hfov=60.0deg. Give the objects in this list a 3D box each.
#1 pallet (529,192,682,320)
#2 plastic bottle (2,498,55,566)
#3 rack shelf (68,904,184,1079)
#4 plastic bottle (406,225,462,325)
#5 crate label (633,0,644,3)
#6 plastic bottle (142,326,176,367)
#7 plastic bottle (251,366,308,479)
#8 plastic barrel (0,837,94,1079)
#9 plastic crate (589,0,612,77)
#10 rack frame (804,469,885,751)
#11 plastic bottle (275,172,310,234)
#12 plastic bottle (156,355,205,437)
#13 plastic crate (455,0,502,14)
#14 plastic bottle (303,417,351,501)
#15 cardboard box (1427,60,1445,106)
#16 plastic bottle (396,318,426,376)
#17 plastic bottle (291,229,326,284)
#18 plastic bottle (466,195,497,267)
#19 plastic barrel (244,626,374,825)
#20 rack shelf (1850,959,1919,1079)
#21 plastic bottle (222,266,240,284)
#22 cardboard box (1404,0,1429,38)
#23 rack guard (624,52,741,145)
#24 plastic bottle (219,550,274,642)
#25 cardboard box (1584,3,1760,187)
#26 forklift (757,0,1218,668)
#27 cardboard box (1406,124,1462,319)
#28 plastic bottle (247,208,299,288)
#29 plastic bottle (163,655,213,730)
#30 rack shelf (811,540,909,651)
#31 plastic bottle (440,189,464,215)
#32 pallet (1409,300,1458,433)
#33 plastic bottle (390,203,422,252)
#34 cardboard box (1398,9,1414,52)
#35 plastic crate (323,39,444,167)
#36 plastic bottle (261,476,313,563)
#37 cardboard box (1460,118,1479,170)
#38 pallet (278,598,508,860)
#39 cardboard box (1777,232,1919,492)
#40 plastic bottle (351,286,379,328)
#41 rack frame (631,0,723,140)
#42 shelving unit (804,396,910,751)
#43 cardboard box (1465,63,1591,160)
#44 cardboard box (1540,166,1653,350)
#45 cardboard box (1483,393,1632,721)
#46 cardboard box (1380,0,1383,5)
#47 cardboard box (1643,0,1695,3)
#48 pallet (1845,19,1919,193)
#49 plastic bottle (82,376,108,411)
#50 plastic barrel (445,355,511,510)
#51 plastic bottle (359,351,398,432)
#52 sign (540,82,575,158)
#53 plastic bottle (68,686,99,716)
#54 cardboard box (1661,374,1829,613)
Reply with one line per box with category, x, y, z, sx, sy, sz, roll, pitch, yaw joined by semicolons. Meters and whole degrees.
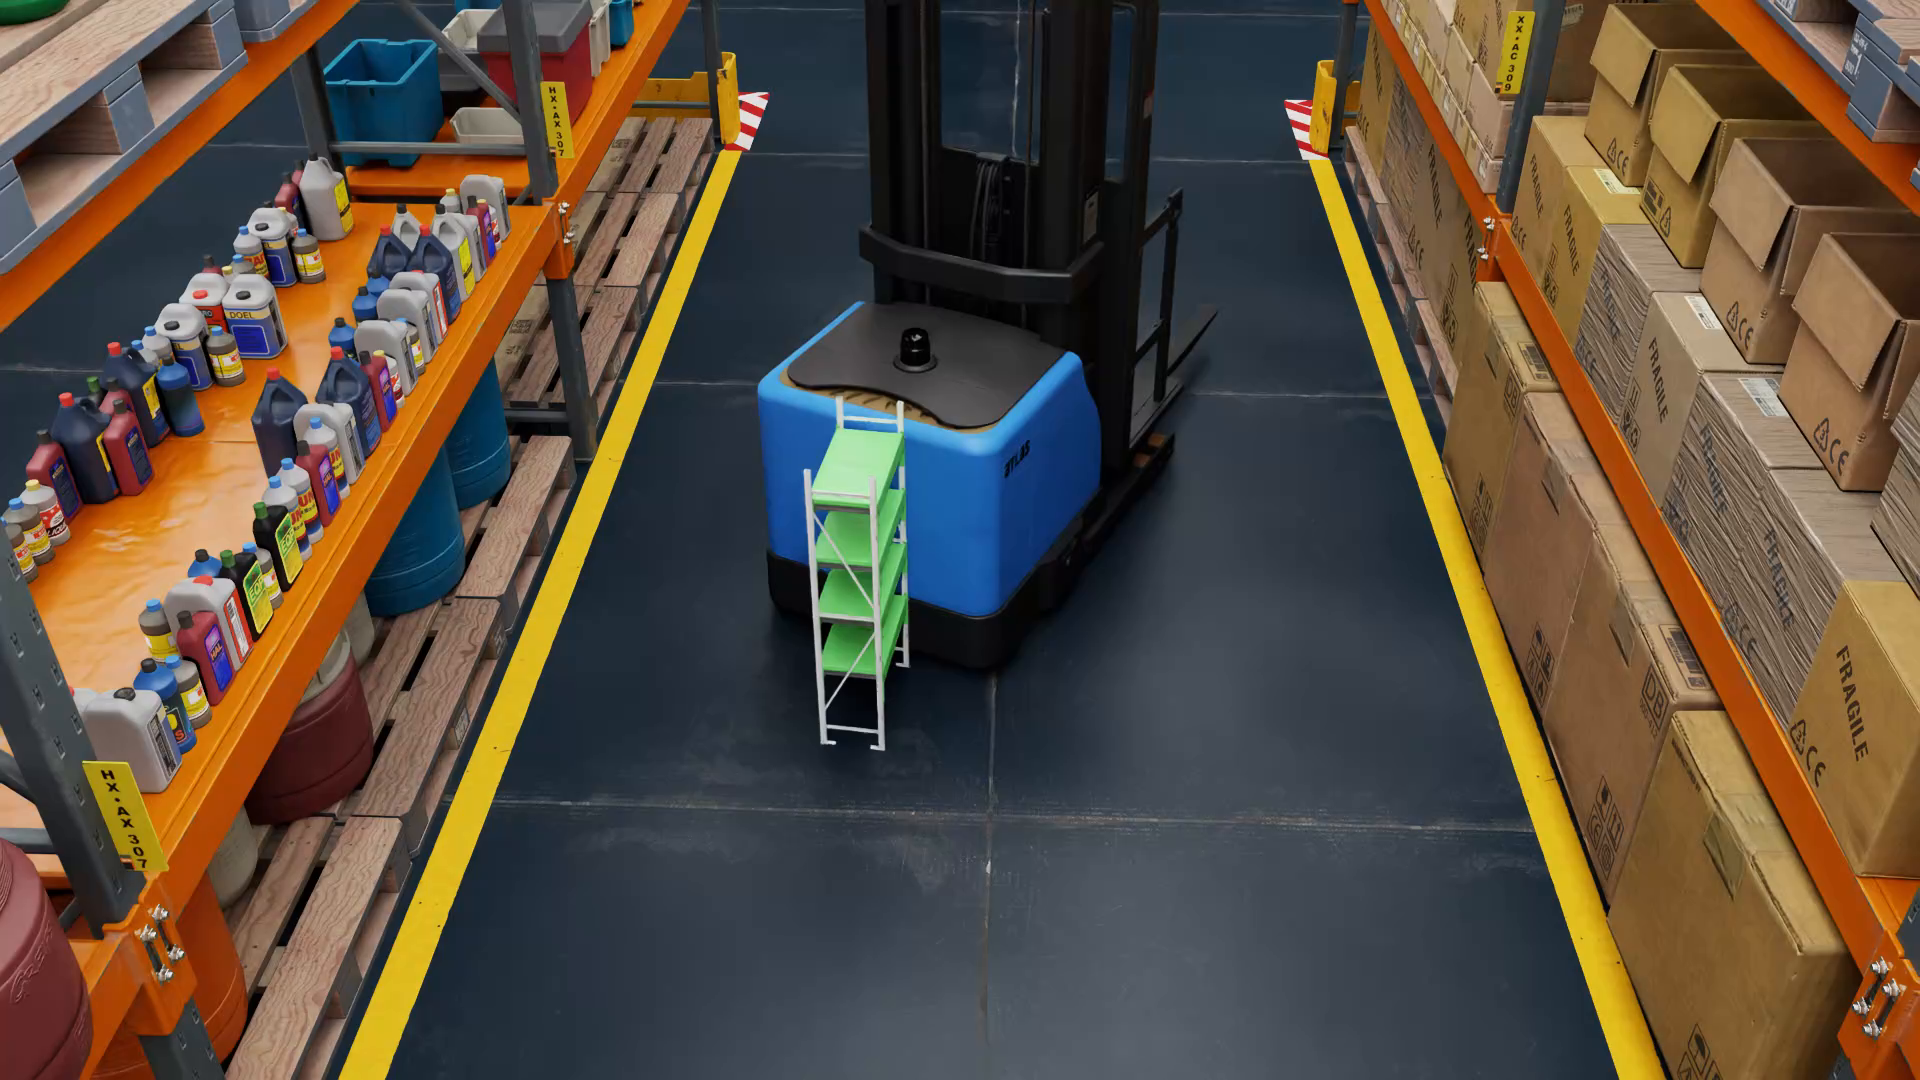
pallet;-2.174;-1.618;9.369;1.003;0.211;1.213;1;35;2
plastic bottle;-2.727;-0.030;4.857;0.097;0.201;0.097;0;35;0
rack shelf;-2.452;2.109;2.267;1.077;0.370;4.000;1;35;2
plastic bottle;-1.929;-0.971;6.066;0.144;0.351;0.185;1;35;2
crate label;-1.916;-3.048;9.156;0.396;0.136;0.243;1;35;2
plastic bottle;-2.689;-0.592;5.596;0.097;0.271;0.097;0;35;0
plastic bottle;-2.123;-0.370;5.211;0.144;0.351;0.185;1;35;2
plastic barrel;-2.088;0.883;3.266;0.600;0.536;0.708;1;35;2
plastic crate;-1.966;-2.482;8.224;0.437;0.282;0.530;1;35;2
rack frame;-0.397;0.273;5.819;0.240;1.200;0.015;5;35;7
plastic bottle;-2.658;-1.308;6.604;0.061;0.283;0.133;1;35;2
plastic bottle;-2.553;-0.477;5.432;0.097;0.271;0.097;0;35;0
plastic crate;-2.455;-2.824;8.753;0.416;0.233;0.300;1;35;2
plastic bottle;-1.953;-0.253;5.113;0.097;0.271;0.097;0;35;0
cardboard box;2.463;-2.190;7.976;0.380;0.149;0.250;2;35;3
plastic bottle;-1.922;-0.674;5.773;0.097;0.201;0.097;0;35;0
plastic bottle;-2.500;-1.092;6.368;0.097;0.201;0.097;0;35;0
plastic bottle;-1.868;-1.217;6.475;0.061;0.283;0.133;1;35;2
plastic barrel;-2.324;0.550;5.591;0.600;0.588;0.708;1;35;2
rack shelf;2.496;2.223;2.104;1.077;0.370;4.000;1;35;2
plastic bottle;-2.665;-0.907;6.104;0.097;0.201;0.097;0;35;0
cardboard box;2.555;-2.720;8.384;0.500;0.250;0.500;1;35;1
rack guard;-2.063;-2.923;10.974;1.175;0.500;0.348;1;35;2
plastic bottle;-1.962;0.130;4.558;0.061;0.283;0.133;1;35;2
cardboard box;2.720;-1.603;5.962;0.797;0.503;0.637;0;35;1
forklift;0.342;-1.537;6.888;1.130;2.935;3.031;16;38;22
cardboard box;2.880;-1.716;8.565;0.875;0.875;0.875;1;35;2
plastic bottle;-2.625;-1.115;6.336;0.152;0.276;0.135;1;35;2
plastic bottle;-1.996;0.383;4.269;0.097;0.201;0.097;0;35;0
rack shelf;-0.358;0.186;6.052;0.258;0.148;0.480;5;35;7
plastic bottle;-2.030;-1.310;6.678;0.097;0.201;0.097;0;35;0
pallet;2.846;-0.813;8.223;1.003;0.211;1.213;1;35;2
plastic bottle;-2.065;-1.080;6.222;0.144;0.351;0.185;1;35;2
cardboard box;2.494;-2.634;8.607;0.380;0.149;0.250;0;35;1
plastic crate;-2.534;-1.927;7.345;0.392;0.384;0.575;1;35;2
plastic bottle;-1.967;-0.064;4.845;0.097;0.271;0.097;0;35;0
cardboard box;2.432;-1.747;7.345;0.380;0.149;0.250;2;35;3
pallet;-2.330;0.653;6.137;1.003;0.211;1.213;1;35;2
cardboard box;2.651;-0.466;4.345;0.797;0.503;0.637;2;35;3
plastic bottle;-2.070;-0.762;5.837;0.097;0.271;0.097;0;35;0
rack frame;-2.051;-3.931;10.235;1.000;3.000;0.127;1;35;2
shelving unit;-0.358;0.134;6.016;0.258;1.200;0.503;5;35;7
cardboard box;2.493;-1.839;7.129;0.500;0.250;0.500;1;35;1
cardboard box;2.450;-1.012;5.994;0.500;0.500;0.500;1;35;2
cardboard box;2.697;0.060;6.038;1.225;0.875;0.875;0;35;0
cardboard box;2.526;-3.073;9.233;0.380;0.149;0.250;1;35;1
cardboard box;3.012;-2.155;6.927;0.500;0.500;0.500;1;35;2
pallet;2.550;-0.742;3.252;1.213;0.211;1.003;3;35;4
plastic bottle;-2.723;-0.369;5.268;0.061;0.283;0.133;1;35;2
plastic barrel;-2.250;-0.634;7.003;0.600;0.901;0.708;1;35;2
plastic bottle;-1.918;-0.507;5.464;0.061;0.283;0.133;1;35;2
sign;-1.662;-1.732;6.866;0.100;0.325;0.005;1;35;2
plastic bottle;-2.184;0.471;4.079;0.152;0.276;0.135;1;35;2
cardboard box;2.393;-0.135;4.747;0.500;0.500;0.500;0;35;0
